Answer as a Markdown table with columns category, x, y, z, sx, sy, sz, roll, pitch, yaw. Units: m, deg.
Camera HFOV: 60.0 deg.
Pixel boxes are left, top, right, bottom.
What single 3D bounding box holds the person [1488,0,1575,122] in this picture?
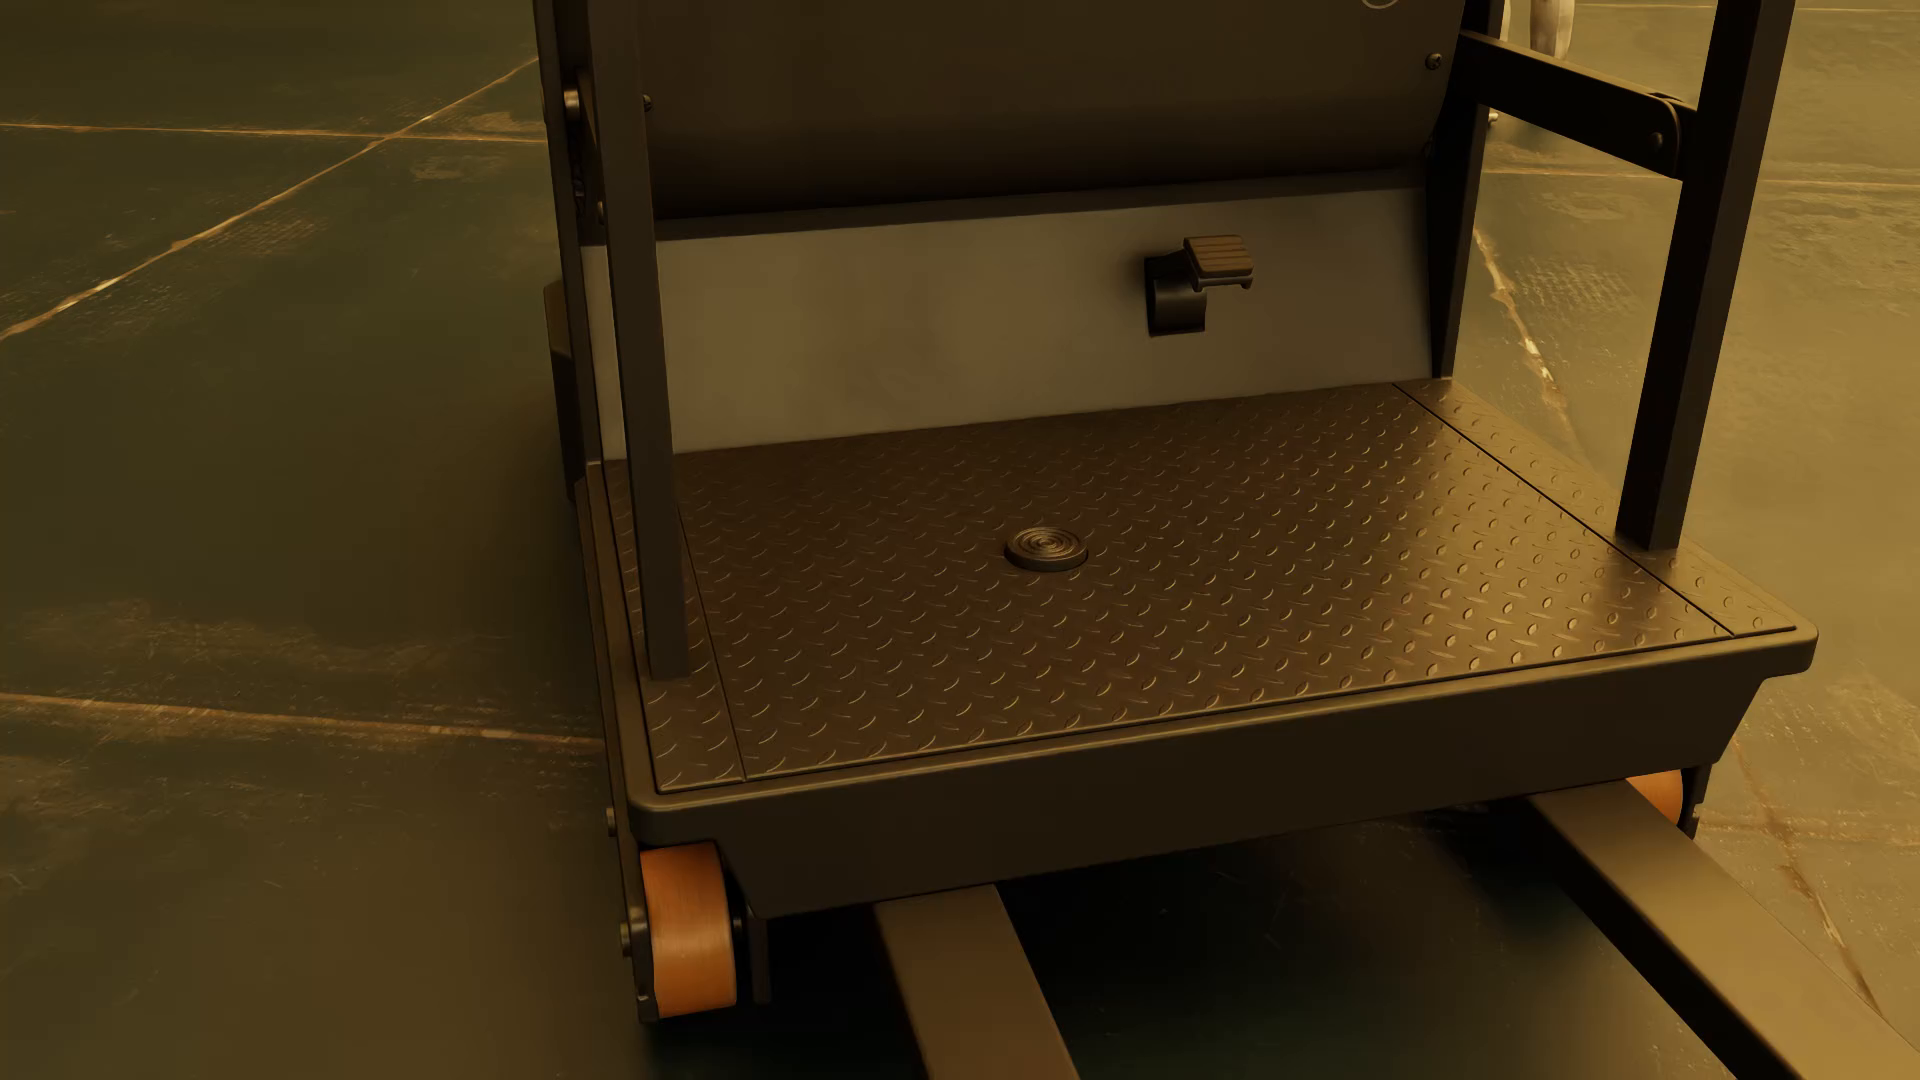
| category | x | y | z | sx | sy | sz | roll | pitch | yaw |
| --- | --- | --- | --- | --- | --- | --- | --- | --- | --- |
| person | 1.578 | -2.047 | 4.688 | 0.586 | 1.694 | 0.533 | 2 | 27 | 3 |

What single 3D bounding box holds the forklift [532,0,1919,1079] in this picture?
| category | x | y | z | sx | sy | sz | roll | pitch | yaw |
| --- | --- | --- | --- | --- | --- | --- | --- | --- | --- |
| forklift | 0.153 | -1.049 | 1.319 | 1.130 | 2.935 | 3.031 | -7 | 27 | -13 |
